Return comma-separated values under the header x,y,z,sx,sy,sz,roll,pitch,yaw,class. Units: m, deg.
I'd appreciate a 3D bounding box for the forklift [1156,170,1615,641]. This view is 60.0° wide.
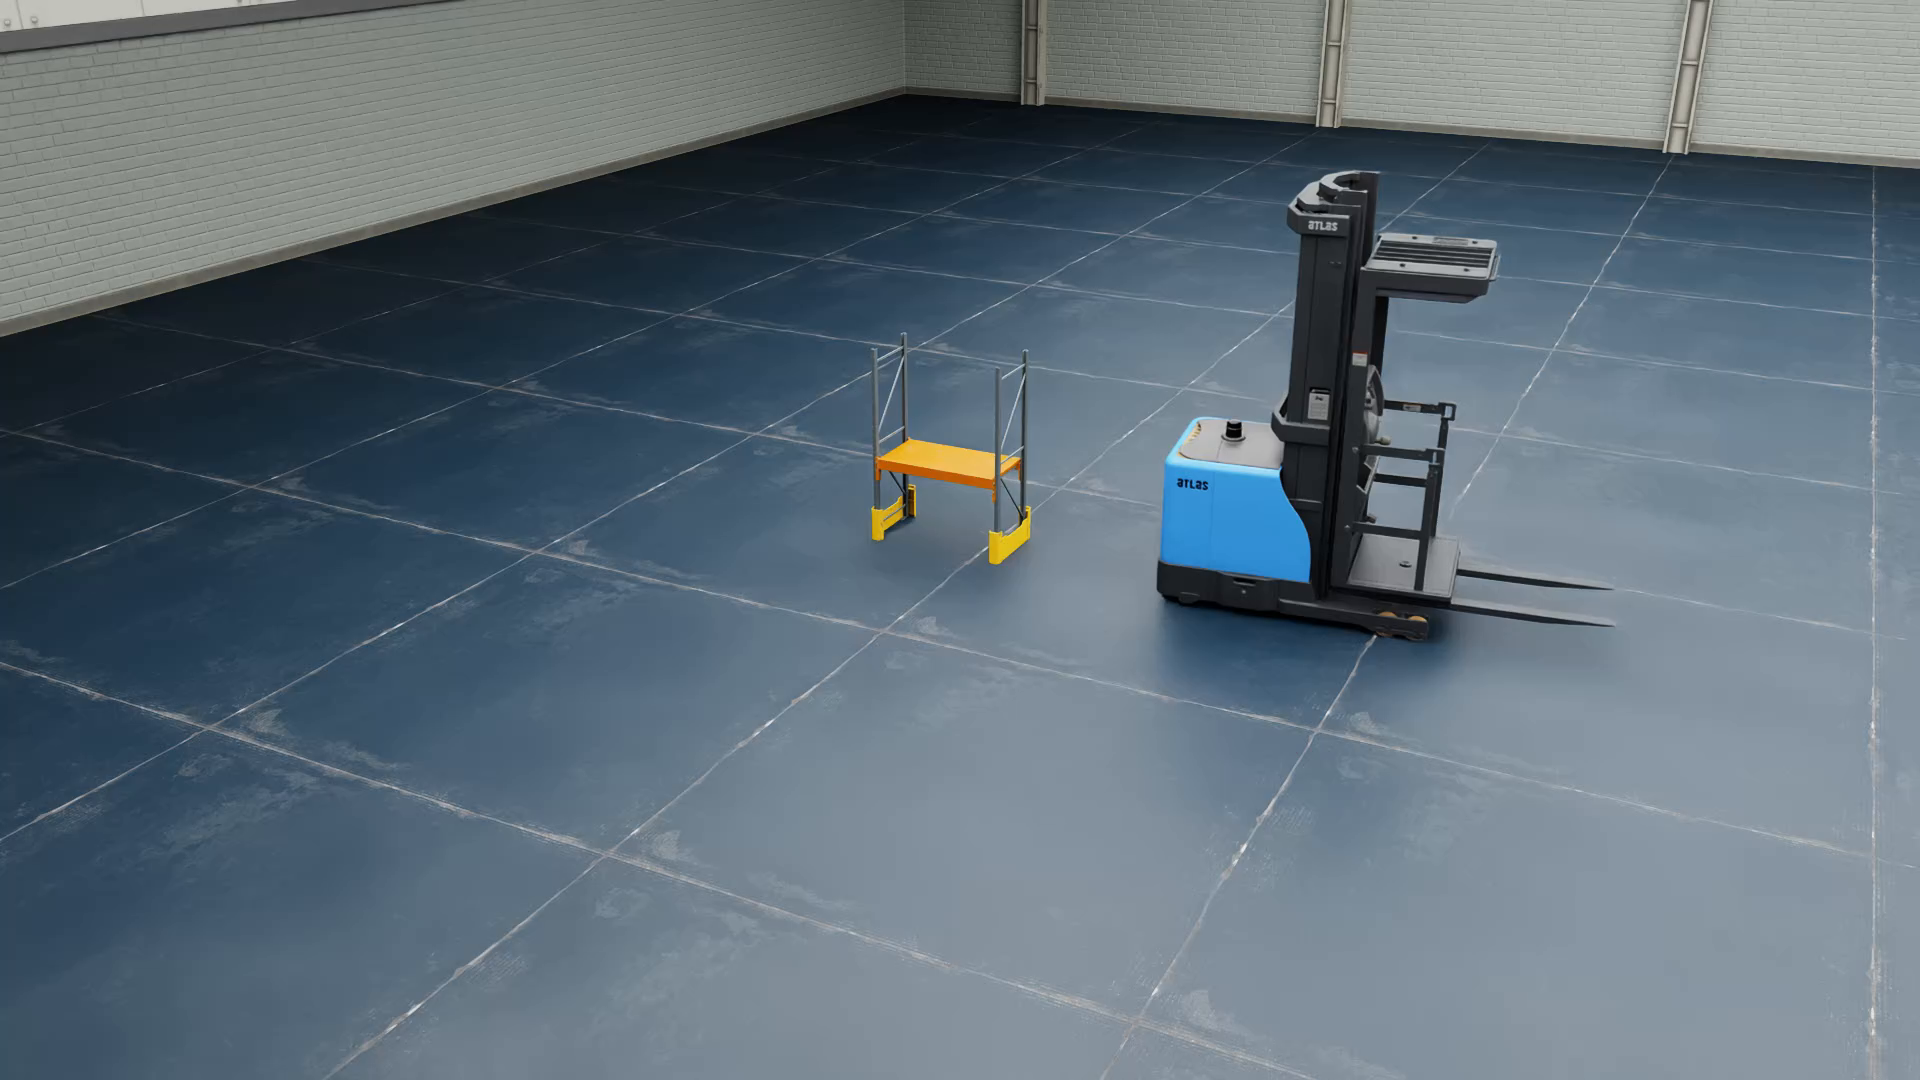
x,y,z,sx,sy,sz,roll,pitch,yaw,class
2.962,-0.904,11.131,3.031,2.935,1.130,8,24,18,forklift

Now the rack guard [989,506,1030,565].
x,y,z,sx,sy,sz,roll,pitch,yaw,class
0.376,-0.041,12.526,0.087,0.250,0.587,11,25,25,rack guard

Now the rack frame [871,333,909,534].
x,y,z,sx,sy,sz,roll,pitch,yaw,class
-0.530,-0.795,12.703,0.032,1.500,0.500,11,25,25,rack frame

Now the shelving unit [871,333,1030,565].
x,y,z,sx,sy,sz,roll,pitch,yaw,class
-0.068,-0.704,12.488,1.083,1.500,0.587,11,25,25,shelving unit

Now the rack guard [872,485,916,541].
x,y,z,sx,sy,sz,roll,pitch,yaw,class
-0.512,-0.216,12.940,0.087,0.250,0.587,11,25,25,rack guard

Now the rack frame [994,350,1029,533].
x,y,z,sx,sy,sz,roll,pitch,yaw,class
0.378,-0.615,12.281,0.032,1.500,0.500,11,25,25,rack frame

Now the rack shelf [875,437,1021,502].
x,y,z,sx,sy,sz,roll,pitch,yaw,class
-0.076,-0.540,12.562,1.000,0.185,0.538,11,25,25,rack shelf

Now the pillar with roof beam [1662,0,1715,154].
x,y,z,sx,sy,sz,roll,pitch,yaw,class
10.221,-9.233,22.961,0.400,9.000,9.100,11,25,25,pillar with roof beam

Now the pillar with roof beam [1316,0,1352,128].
x,y,z,sx,sy,sz,roll,pitch,yaw,class
4.867,-10.292,25.453,0.400,9.000,9.100,11,25,25,pillar with roof beam

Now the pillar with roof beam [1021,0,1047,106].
x,y,z,sx,sy,sz,roll,pitch,yaw,class
-0.488,-11.352,27.944,0.400,9.000,9.100,11,25,25,pillar with roof beam
